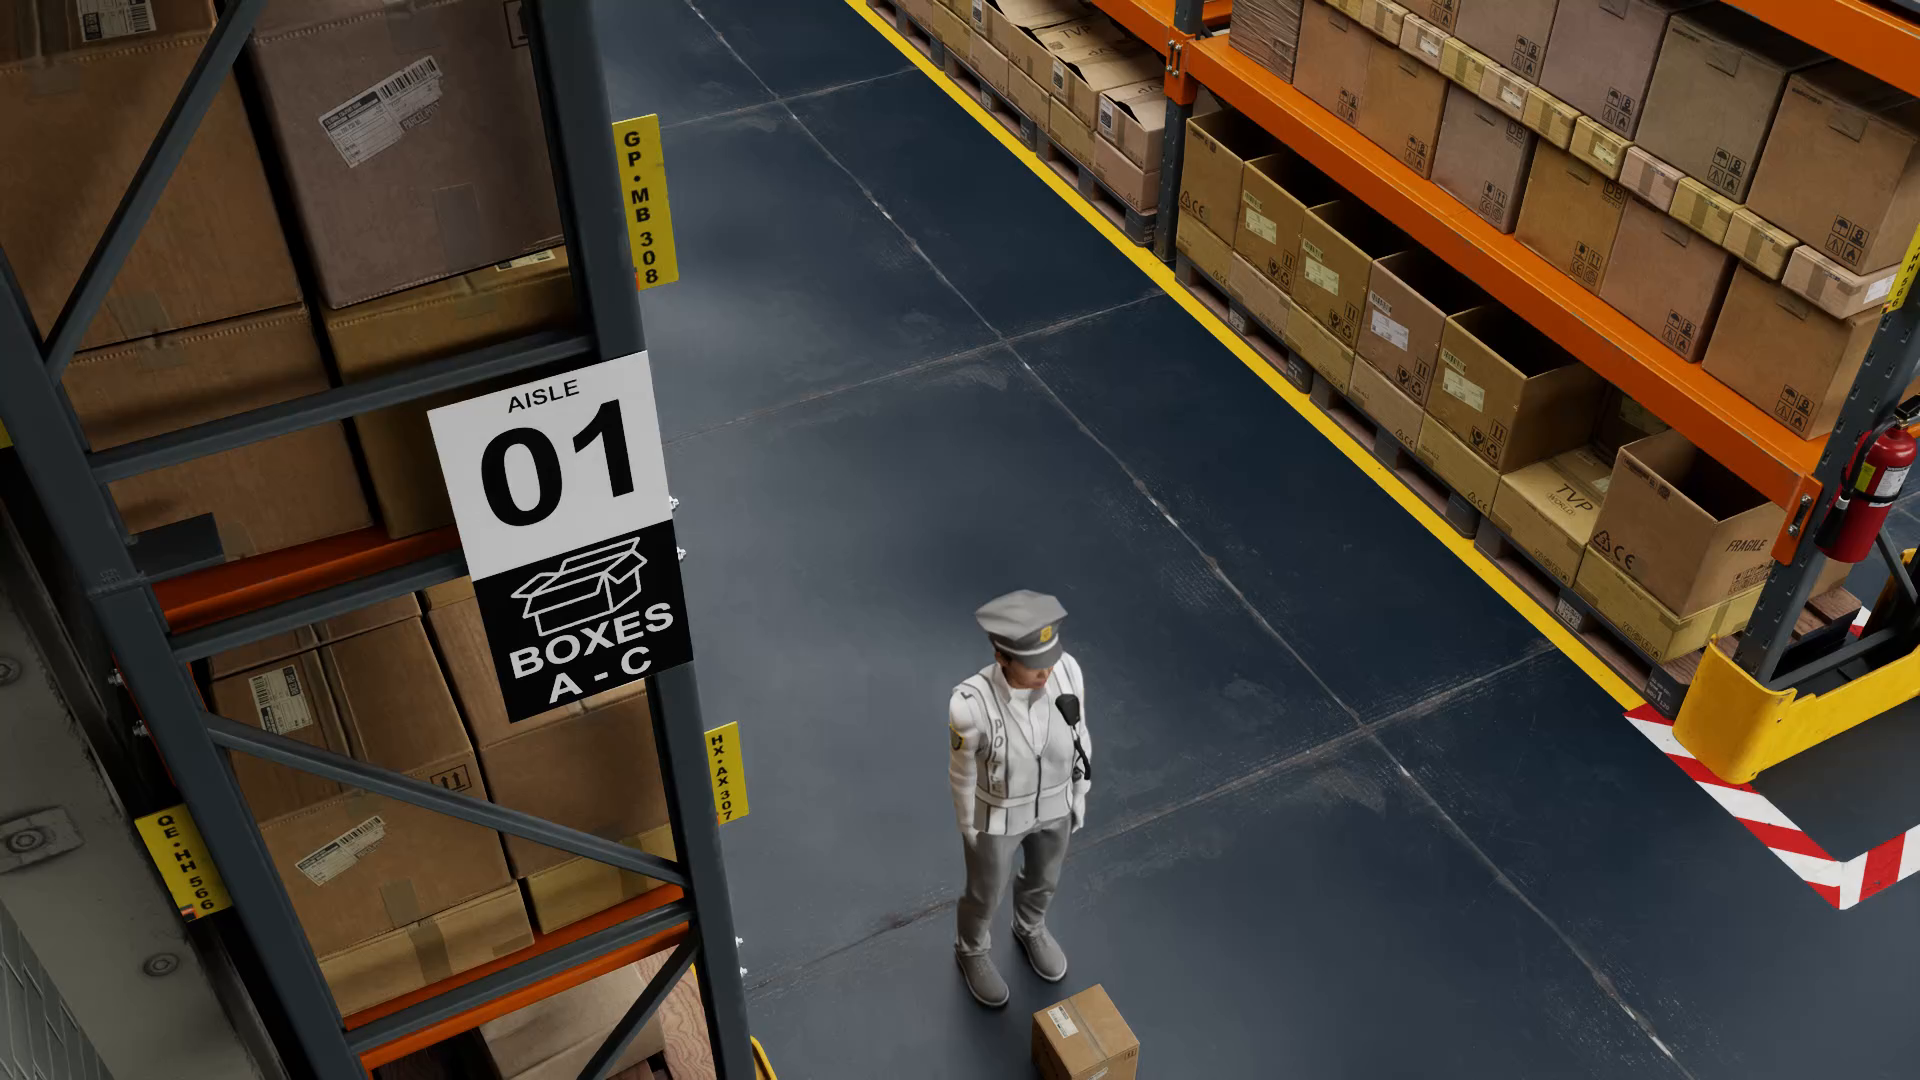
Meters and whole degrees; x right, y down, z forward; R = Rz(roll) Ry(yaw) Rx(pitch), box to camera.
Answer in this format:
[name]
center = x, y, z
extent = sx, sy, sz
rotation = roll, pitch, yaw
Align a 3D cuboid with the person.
[person]
center = 0.195, 0.507, 4.920
extent = 0.373, 0.809, 0.340
rotation = -18, 45, -19
